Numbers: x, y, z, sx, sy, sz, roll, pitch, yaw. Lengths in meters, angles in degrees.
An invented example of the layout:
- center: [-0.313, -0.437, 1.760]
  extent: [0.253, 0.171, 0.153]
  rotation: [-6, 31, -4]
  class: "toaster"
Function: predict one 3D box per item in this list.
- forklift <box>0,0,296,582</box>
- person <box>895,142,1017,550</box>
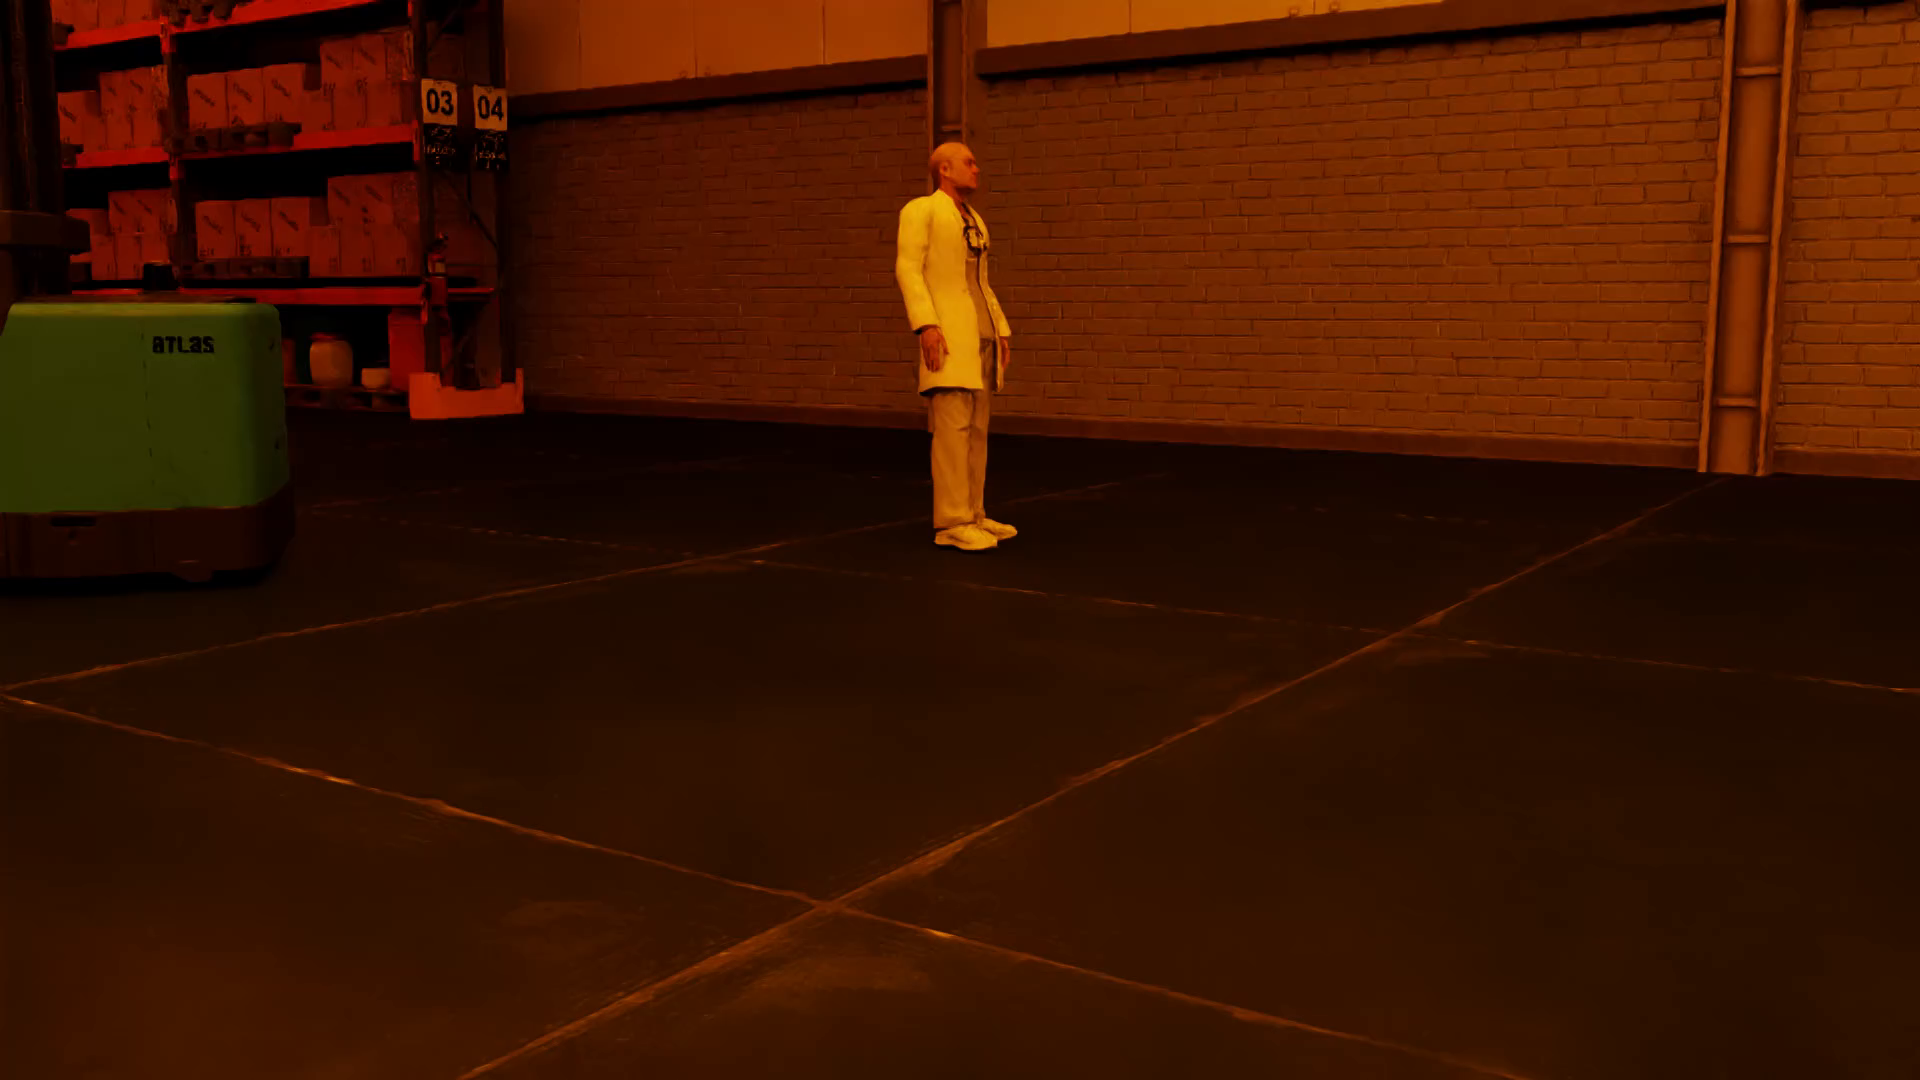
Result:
- center: [-4.246, -1.288, 6.249]
  extent: [3.031, 2.935, 1.130]
  rotation: [-2, 8, -15]
  class: "forklift"
- center: [0.073, -0.879, 7.423]
  extent: [0.579, 1.776, 0.694]
  rotation: [5, 10, 34]
  class: "person"
